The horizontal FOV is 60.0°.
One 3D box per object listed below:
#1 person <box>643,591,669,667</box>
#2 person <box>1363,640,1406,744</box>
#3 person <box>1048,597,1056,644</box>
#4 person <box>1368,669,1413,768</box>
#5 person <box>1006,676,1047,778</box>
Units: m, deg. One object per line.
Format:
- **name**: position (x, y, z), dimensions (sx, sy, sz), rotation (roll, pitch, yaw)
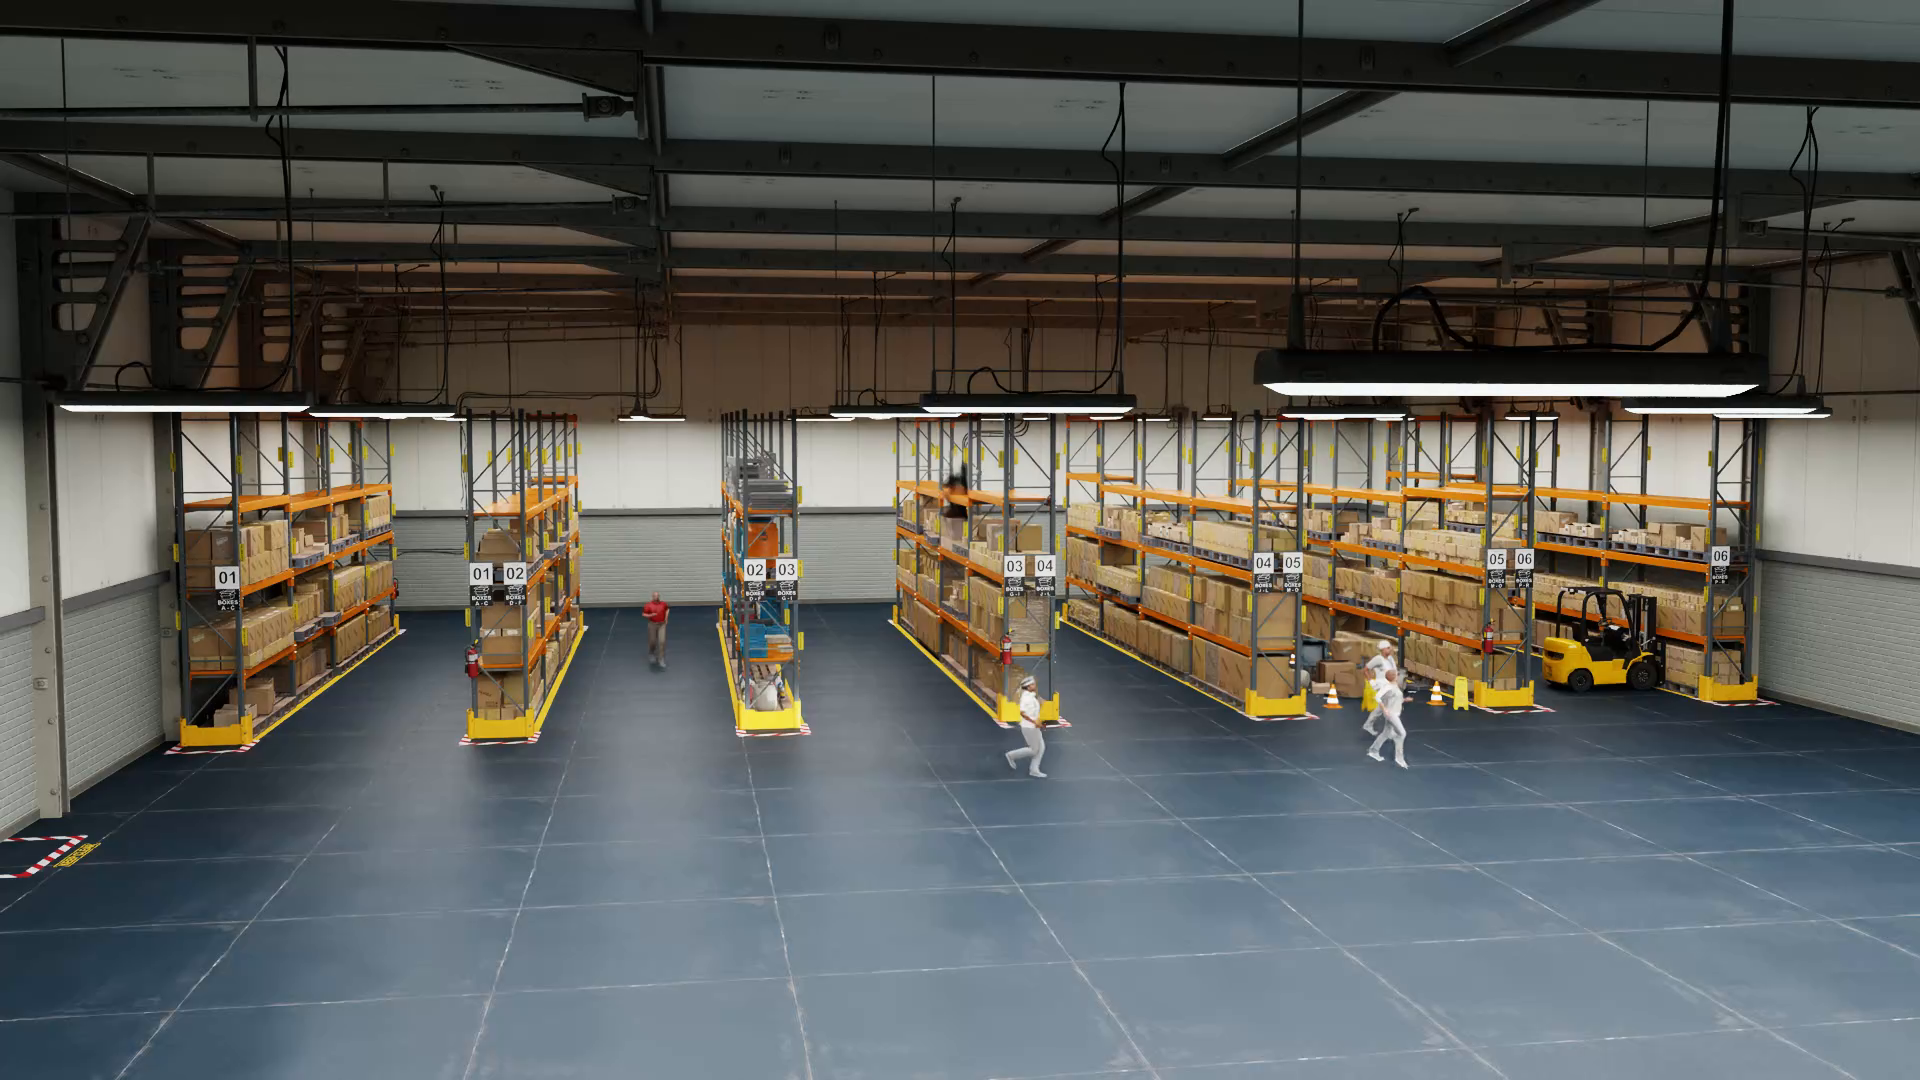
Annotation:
- **person**: position (-7.195, 2.090, 39.442), dimensions (0.658, 1.747, 0.899), rotation (-1, 4, -19)
- **person**: position (7.659, 2.722, 30.031), dimensions (0.859, 1.832, 0.673), rotation (3, 5, 37)
- **person**: position (2.189, 1.891, 42.409), dimensions (0.696, 1.737, 0.624), rotation (-1, 4, -14)
- **person**: position (7.209, 2.976, 27.835), dimensions (0.728, 1.646, 0.507), rotation (2, 4, 22)
- **person**: position (1.083, 3.020, 26.977), dimensions (0.669, 1.670, 0.578), rotation (1, 4, 8)
